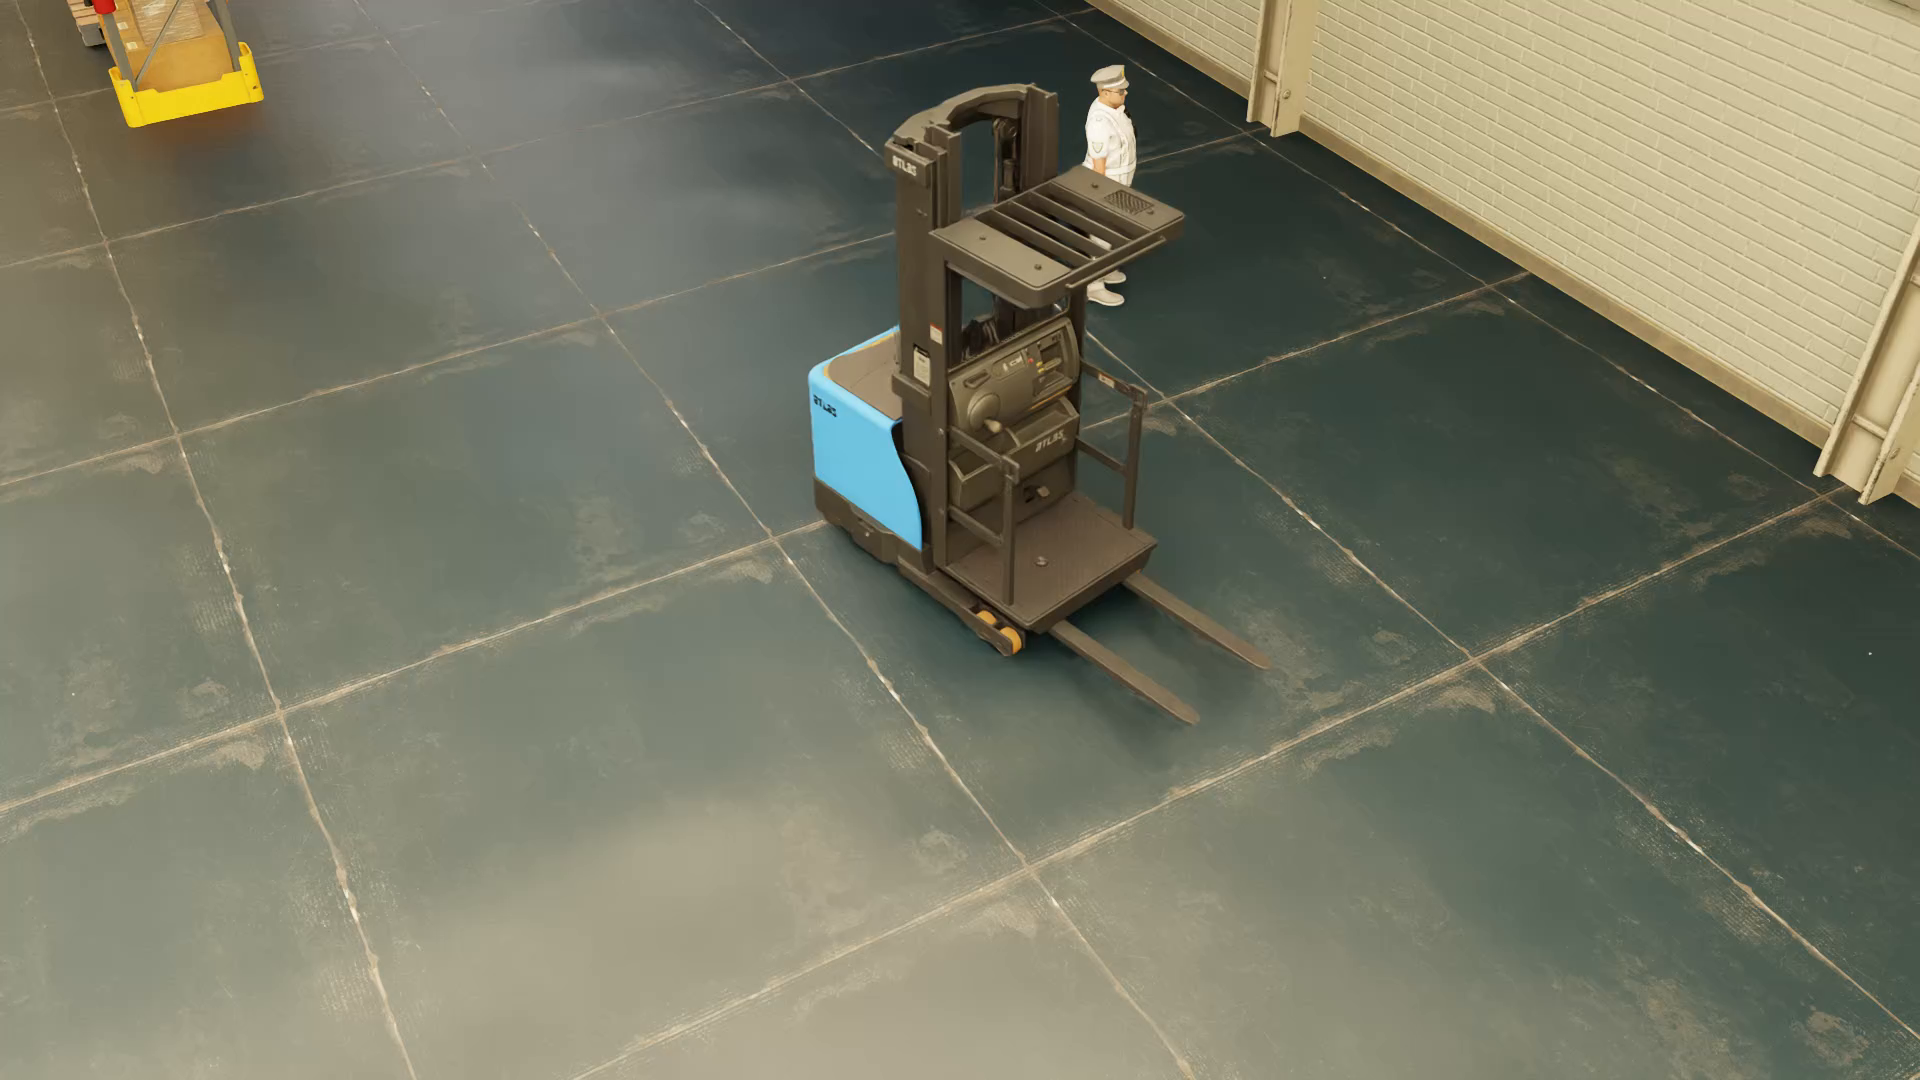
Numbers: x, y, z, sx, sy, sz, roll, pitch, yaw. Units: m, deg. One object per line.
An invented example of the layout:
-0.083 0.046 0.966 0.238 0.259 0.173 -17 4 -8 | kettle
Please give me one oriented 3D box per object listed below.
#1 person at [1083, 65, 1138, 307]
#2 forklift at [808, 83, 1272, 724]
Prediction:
1.069 -2.596 12.075 0.395 1.773 0.528 6 40 8 | person
0.449 -0.835 9.043 1.130 2.935 3.031 -31 49 -32 | forklift
